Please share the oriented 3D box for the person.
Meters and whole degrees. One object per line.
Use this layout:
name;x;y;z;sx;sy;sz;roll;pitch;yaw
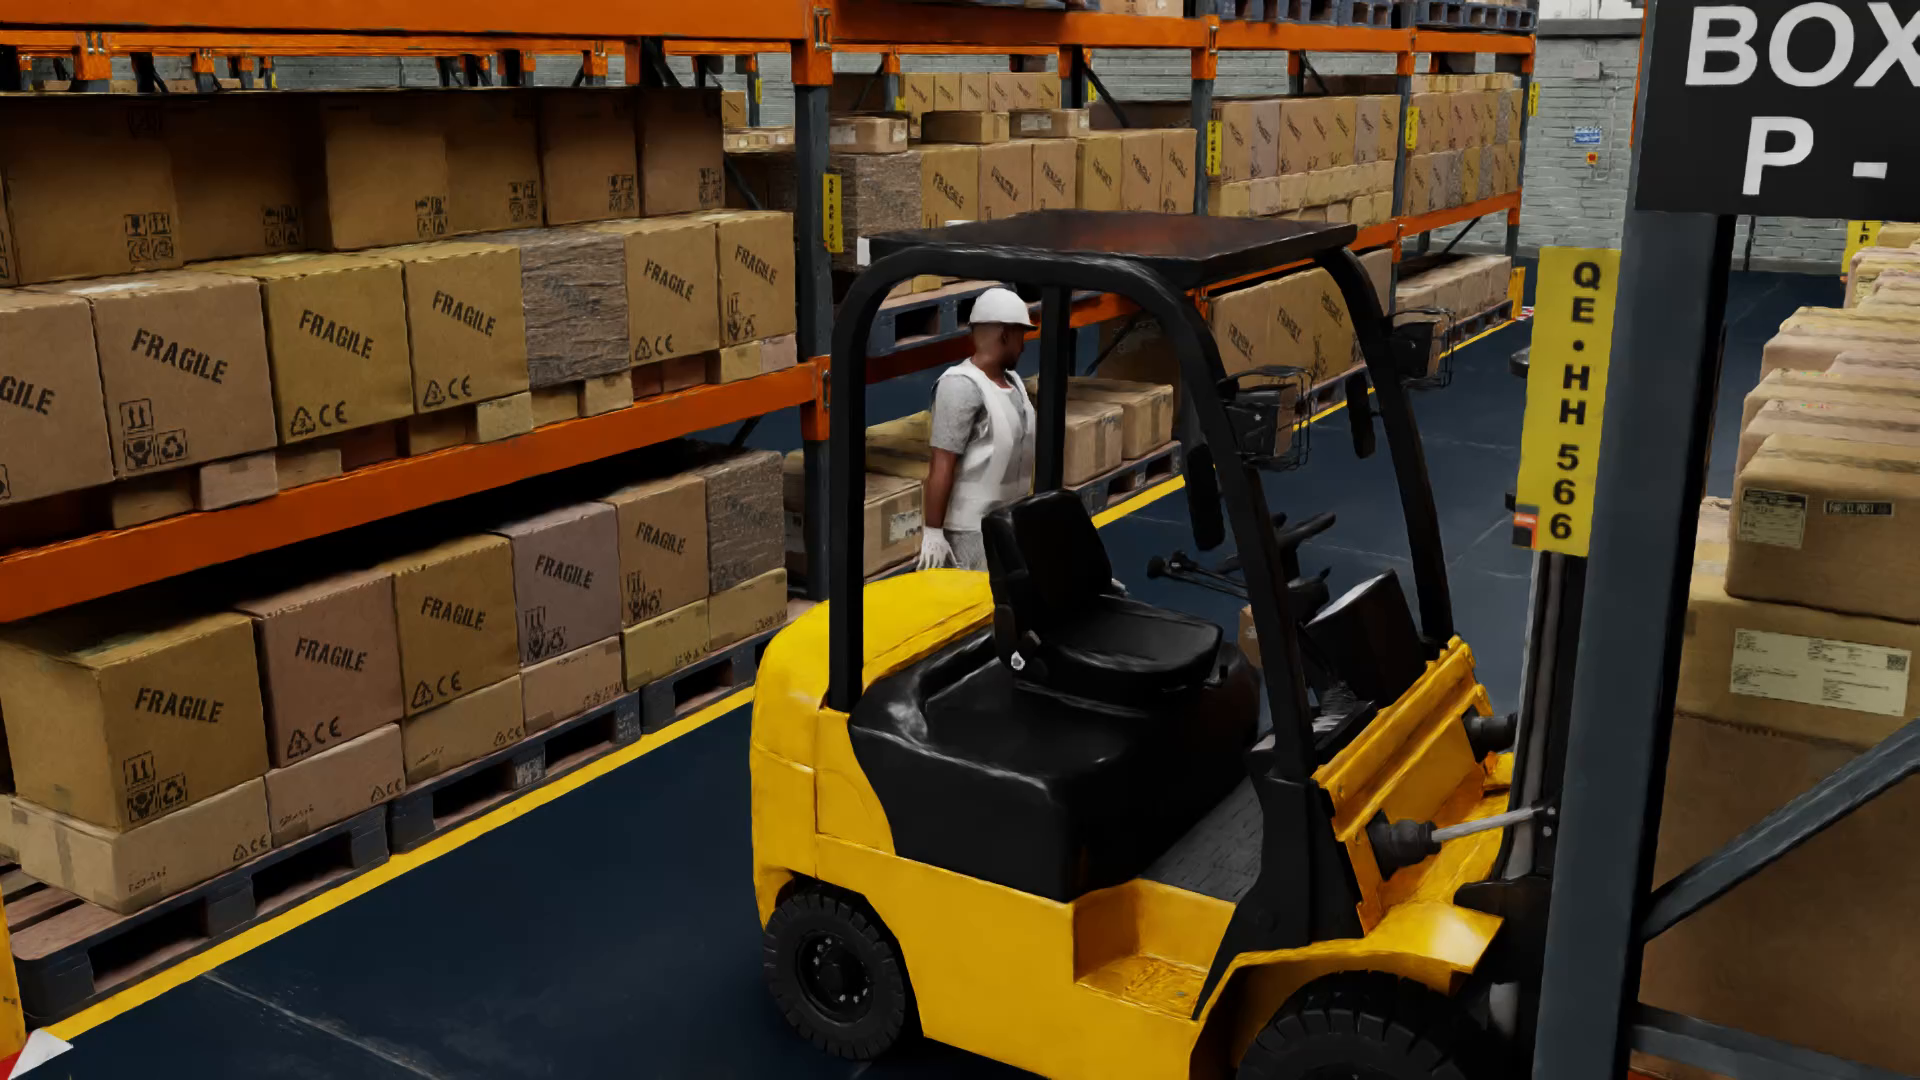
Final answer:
person;0.117;-0.017;6.109;0.564;1.771;0.687;11;19;34
